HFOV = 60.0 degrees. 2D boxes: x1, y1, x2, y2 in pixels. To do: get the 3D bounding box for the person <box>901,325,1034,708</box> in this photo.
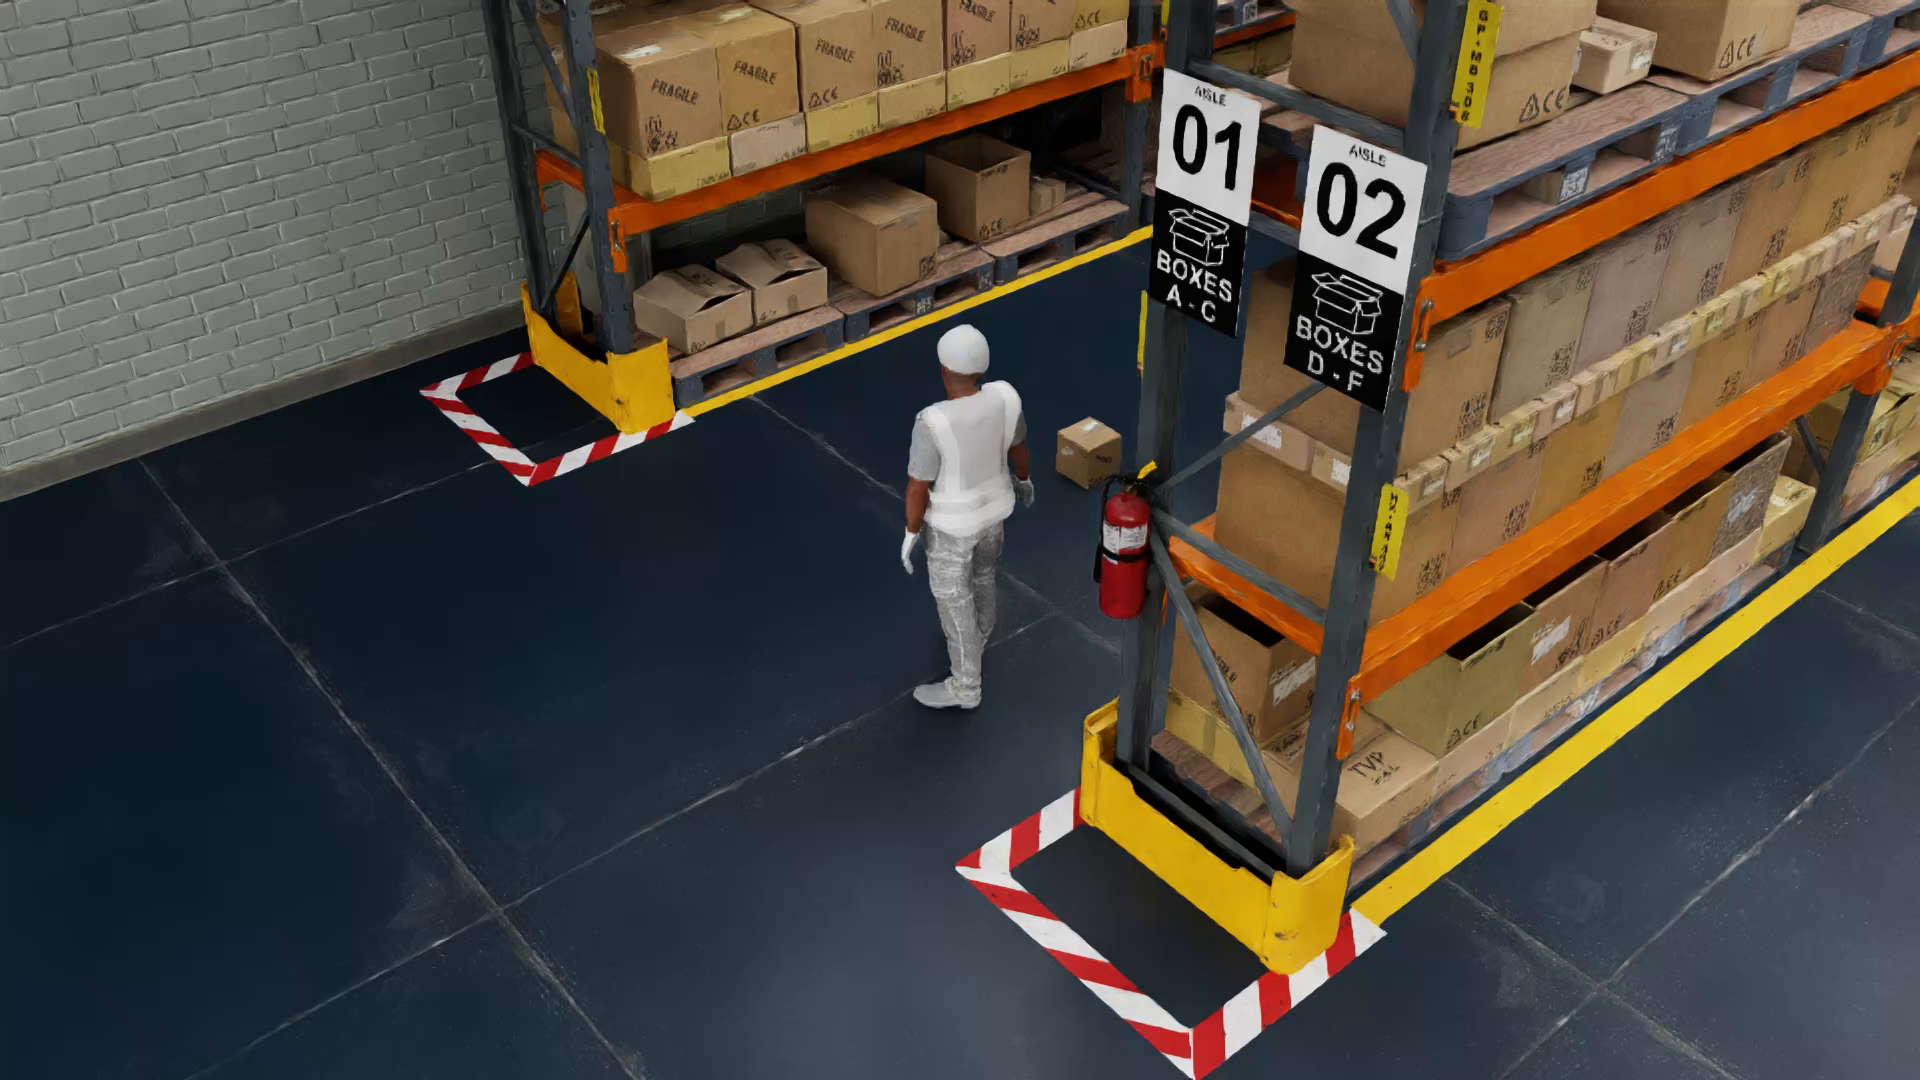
[{"bbox_3d":[0.021,-0.149,7.247,0.734,1.787,0.589,-25,43,-31],"label":"person"}]
